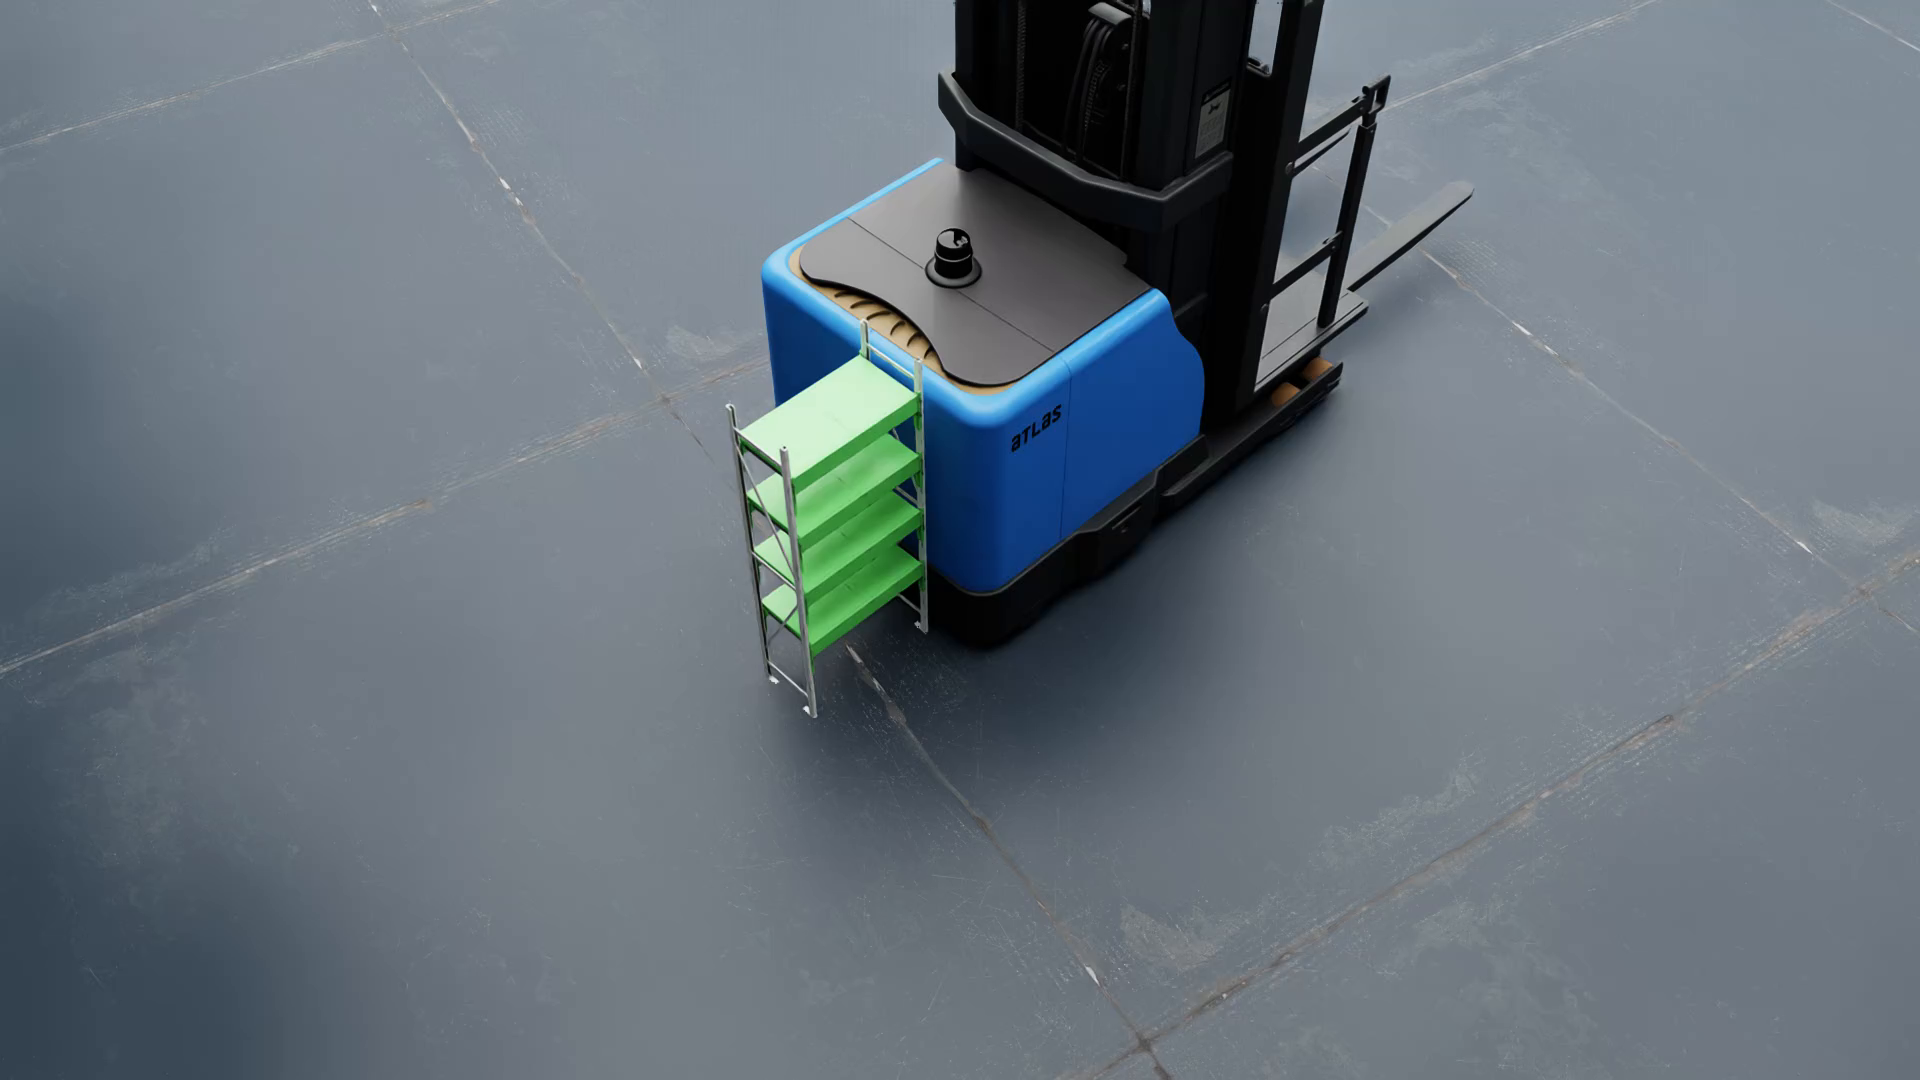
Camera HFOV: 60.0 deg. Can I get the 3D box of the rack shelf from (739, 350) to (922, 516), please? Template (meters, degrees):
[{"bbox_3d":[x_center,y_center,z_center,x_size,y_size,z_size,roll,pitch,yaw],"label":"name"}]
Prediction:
[{"bbox_3d":[-0.367,-0.306,4.662,0.480,0.148,0.258,-37,58,-28],"label":"rack shelf"}]

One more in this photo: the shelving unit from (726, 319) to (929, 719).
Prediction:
[{"bbox_3d":[-0.367,-0.029,4.973,0.503,1.200,0.258,-37,58,-28],"label":"shelving unit"}]

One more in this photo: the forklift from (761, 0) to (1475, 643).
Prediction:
[{"bbox_3d":[0.773,-1.634,5.243,3.031,2.935,1.130,-37,58,-28],"label":"forklift"}]

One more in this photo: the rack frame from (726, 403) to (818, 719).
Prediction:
[{"bbox_3d":[-0.540,0.099,4.858,0.015,1.200,0.240,-37,58,-28],"label":"rack frame"}]

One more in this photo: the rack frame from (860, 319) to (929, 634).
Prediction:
[{"bbox_3d":[-0.193,-0.158,5.087,0.015,1.200,0.240,-37,58,-28],"label":"rack frame"}]

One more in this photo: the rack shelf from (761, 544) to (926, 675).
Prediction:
[{"bbox_3d":[-0.367,0.173,5.200,0.480,0.148,0.258,-37,58,-28],"label":"rack shelf"}]

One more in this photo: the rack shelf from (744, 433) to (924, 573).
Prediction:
[{"bbox_3d":[-0.367,-0.147,4.841,0.480,0.148,0.258,-37,58,-28],"label":"rack shelf"}]

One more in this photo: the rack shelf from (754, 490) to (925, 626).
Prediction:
[{"bbox_3d":[-0.367,0.013,5.020,0.480,0.148,0.258,-37,58,-28],"label":"rack shelf"}]
